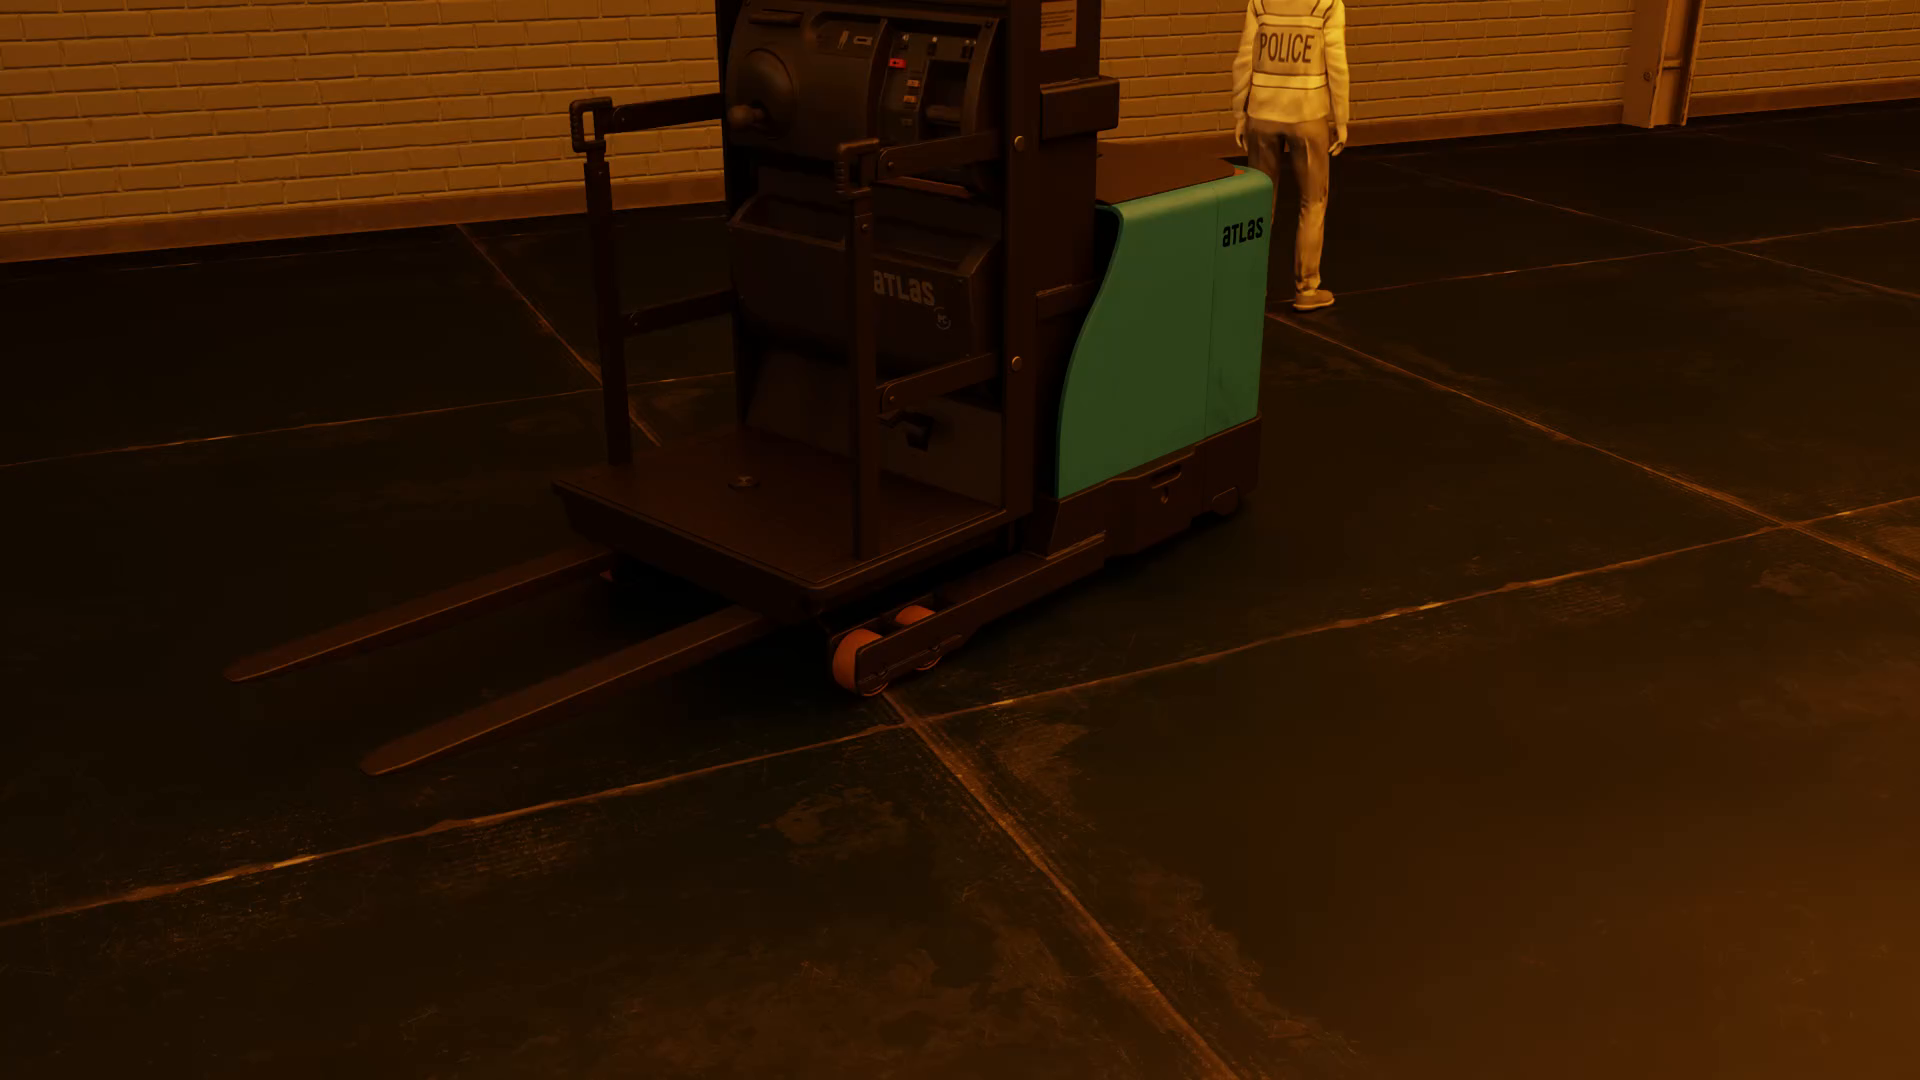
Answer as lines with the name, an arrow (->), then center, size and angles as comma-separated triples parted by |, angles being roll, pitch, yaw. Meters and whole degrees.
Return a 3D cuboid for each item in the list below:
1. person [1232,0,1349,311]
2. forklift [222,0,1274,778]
person -> 1.475, -1.867, 7.444 | 0.530, 1.663, 0.370 | 11, 25, 25
forklift -> -0.413, -1.182, 4.131 | 1.130, 2.935, 3.031 | 19, 29, 39
